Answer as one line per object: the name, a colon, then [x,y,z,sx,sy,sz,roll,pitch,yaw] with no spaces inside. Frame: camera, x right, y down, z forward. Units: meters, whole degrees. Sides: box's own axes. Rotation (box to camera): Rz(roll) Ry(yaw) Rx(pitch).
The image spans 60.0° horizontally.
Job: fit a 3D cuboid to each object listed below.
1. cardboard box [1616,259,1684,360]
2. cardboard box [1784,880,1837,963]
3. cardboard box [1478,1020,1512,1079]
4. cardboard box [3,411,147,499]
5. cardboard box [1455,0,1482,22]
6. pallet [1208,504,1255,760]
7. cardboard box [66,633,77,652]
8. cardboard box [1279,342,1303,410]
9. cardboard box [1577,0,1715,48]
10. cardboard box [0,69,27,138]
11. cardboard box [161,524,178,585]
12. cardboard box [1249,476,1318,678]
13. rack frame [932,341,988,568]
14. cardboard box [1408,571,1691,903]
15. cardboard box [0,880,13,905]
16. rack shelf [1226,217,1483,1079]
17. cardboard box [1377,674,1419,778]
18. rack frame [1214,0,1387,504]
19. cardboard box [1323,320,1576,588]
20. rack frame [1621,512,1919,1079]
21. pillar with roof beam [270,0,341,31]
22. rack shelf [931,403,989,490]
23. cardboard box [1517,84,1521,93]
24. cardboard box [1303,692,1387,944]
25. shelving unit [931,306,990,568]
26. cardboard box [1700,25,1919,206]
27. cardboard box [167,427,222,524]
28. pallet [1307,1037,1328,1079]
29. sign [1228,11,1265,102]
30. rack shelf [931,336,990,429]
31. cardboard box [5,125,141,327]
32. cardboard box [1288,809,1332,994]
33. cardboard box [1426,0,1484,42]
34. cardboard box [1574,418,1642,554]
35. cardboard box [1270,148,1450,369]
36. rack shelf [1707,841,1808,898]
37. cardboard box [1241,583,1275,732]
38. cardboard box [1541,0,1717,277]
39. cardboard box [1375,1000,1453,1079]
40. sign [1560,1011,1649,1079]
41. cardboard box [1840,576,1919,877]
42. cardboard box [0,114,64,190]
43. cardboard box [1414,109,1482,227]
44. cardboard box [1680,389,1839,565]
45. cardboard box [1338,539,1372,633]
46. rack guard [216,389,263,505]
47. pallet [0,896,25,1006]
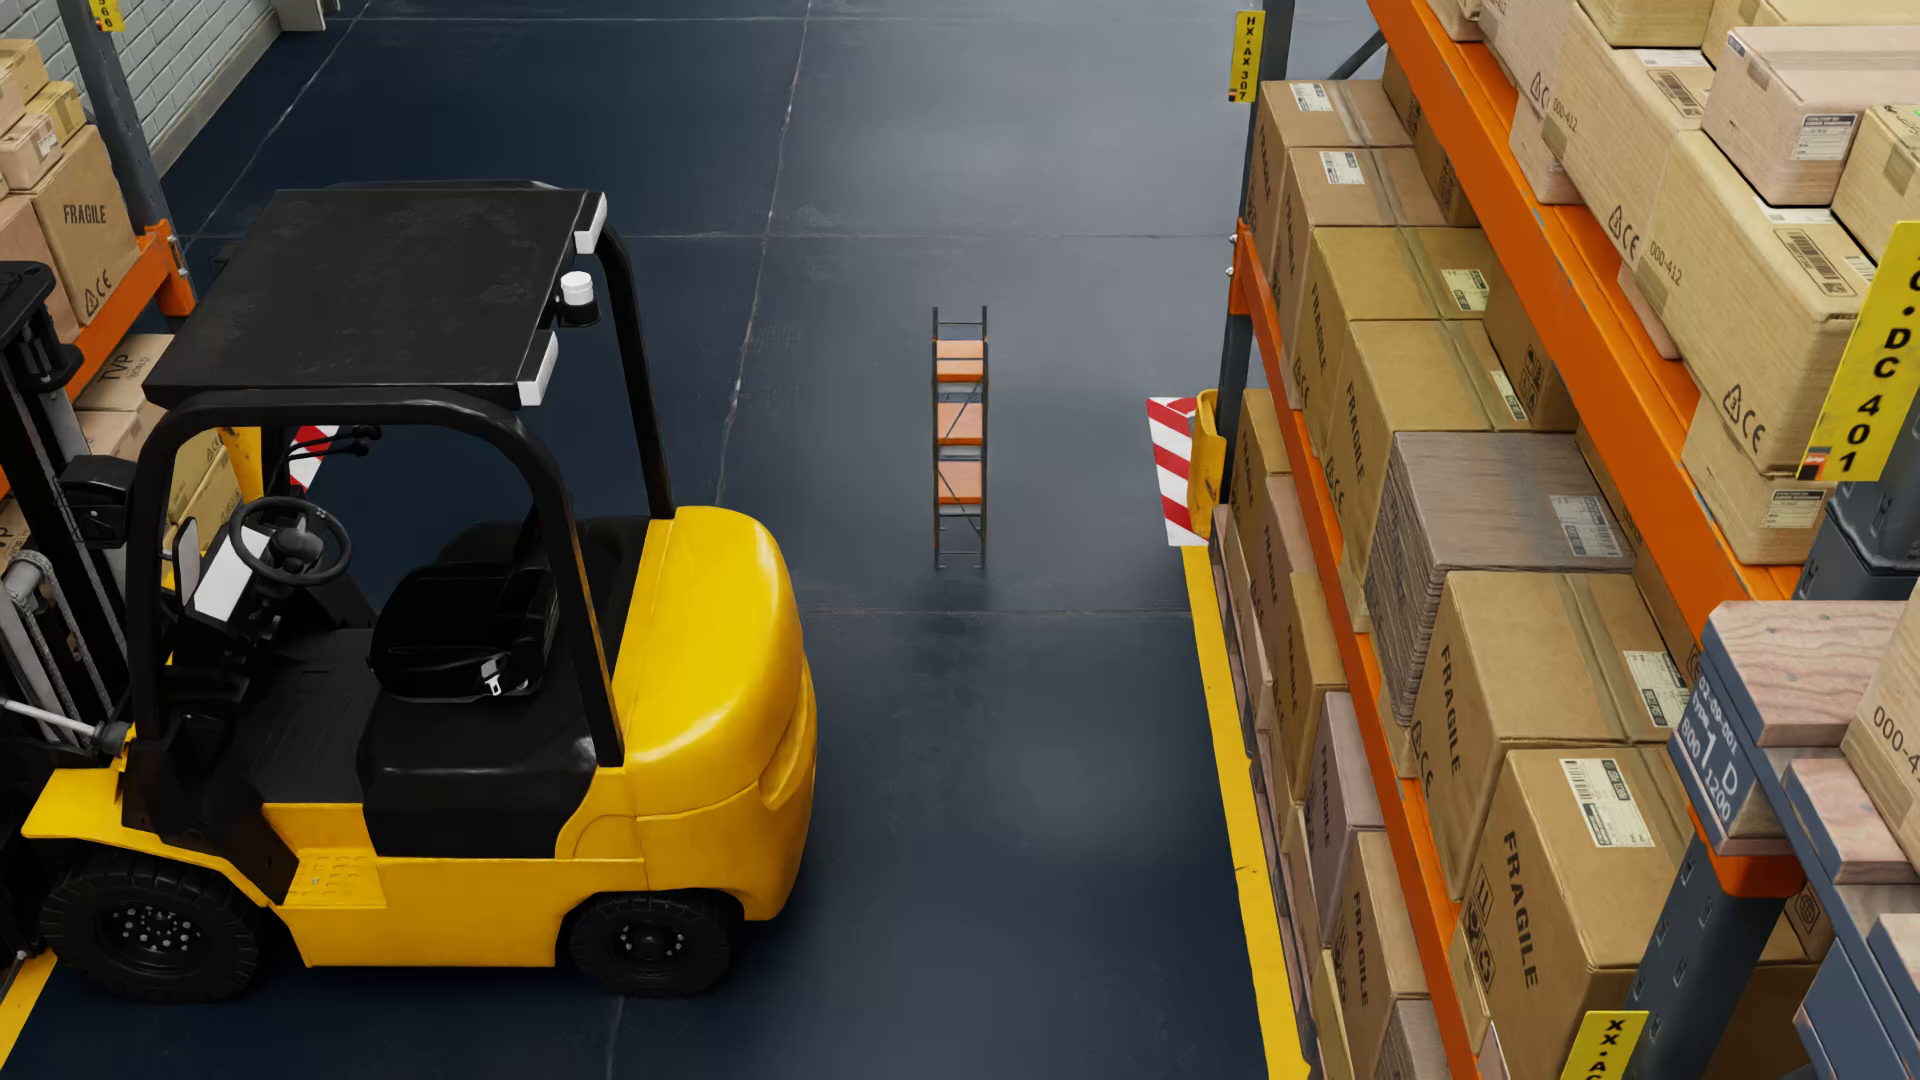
cardboard box: [1.297,-0.416,2.672,0.380,0.149,0.250,0,39,0]
cardboard box: [1.756,0.351,2.795,0.700,0.500,0.500,0,39,-1]
cardboard box: [1.234,1.069,3.218,0.380,0.149,0.250,0,39,-1]
cardboard box: [-3.110,-0.198,5.661,0.500,0.250,0.500,1,39,1]
cardboard box: [1.266,-1.284,3.438,0.500,0.250,0.500,1,39,1]
pallet: [1.500,0.314,6.189,1.003,0.211,1.213,0,39,0]
cardboard box: [-3.104,0.331,5.401,0.500,0.250,0.500,-1,39,-1]
cardboard box: [1.216,-0.536,5.221,0.380,0.149,0.250,1,39,1]
cardboard box: [1.201,-0.897,2.635,0.380,0.149,0.250,1,39,1]
cardboard box: [-3.186,-1.354,5.204,0.380,0.149,0.250,0,39,0]
cardboard box: [-3.121,0.190,5.977,0.500,0.250,0.500,0,39,0]
cardboard box: [1.265,0.134,5.448,0.500,0.500,0.500,-1,39,-2]
rack frame: [0.000,-0.300,6.285,0.200,1.050,0.008,0,39,0]
cardboard box: [1.283,0.417,3.513,0.500,0.500,0.500,1,39,1]
cardboard box: [-3.126,1.145,4.785,0.500,0.250,0.500,1,39,1]
rack shelf: [1.537,0.202,4.675,1.077,0.370,4.000,0,39,0]
cardboard box: [1.230,0.434,4.011,0.380,0.149,0.250,-1,39,-1]
rack frame: [1.535,-1.329,6.010,1.000,3.000,0.127,0,39,0]
cardboard box: [1.272,-0.228,4.317,0.500,0.500,0.500,-1,39,-1]
rack frame: [1.539,1.172,2.889,1.000,3.000,0.127,0,39,0]
pillar with roof beam: [-0.031,-6.984,8.269,9.100,9.000,0.400,0,39,0]
rack shelf: [0.000,-0.368,6.387,0.215,0.259,0.240,0,39,0]
cardboard box: [1.331,-0.903,3.281,0.380,0.149,0.250,1,39,1]
cardboard box: [1.266,0.782,4.639,0.500,0.500,0.500,2,39,2]
shelving unit: [0.000,-0.376,6.380,0.215,1.050,0.252,0,39,0]
cardboard box: [1.244,-0.572,2.230,0.380,0.149,0.250,-1,39,-1]
cardboard box: [-3.116,-0.305,6.196,0.500,0.250,0.500,0,39,-1]
pallet: [1.503,1.840,4.285,1.003,0.211,1.213,0,39,0]
sign: [0.992,-1.667,5.739,0.100,0.325,0.005,0,39,0]
rack shelf: [0.000,-0.589,6.209,0.215,0.259,0.240,0,39,0]
cardboard box: [-3.166,-1.055,5.588,0.500,0.500,0.500,-1,39,-1]
cardboard box: [1.263,1.061,4.891,0.500,0.250,0.500,1,39,1]
cardboard box: [1.257,-1.221,3.678,0.380,0.149,0.250,-1,39,-1]
cardboard box: [1.803,-0.282,3.586,0.700,0.500,0.500,-1,39,-1]
cardboard box: [1.262,-0.864,5.112,0.500,0.500,0.500,1,39,1]
rack shelf: [1.542,1.533,0.615,1.077,0.370,4.000,0,39,0]
cardboard box: [1.252,0.404,5.711,0.500,0.250,0.500,1,39,2]
cardboard box: [1.268,-0.648,2.643,0.500,0.250,0.500,-1,39,-1]
cardboard box: [1.270,1.419,3.844,0.500,0.500,0.500,-1,39,-1]
sign: [0.997,0.839,2.612,0.100,0.325,0.005,0,39,0]
cardboard box: [1.139,0.262,1.410,0.500,0.250,0.500,-1,39,-1]
cardboard box: [-3.118,-1.239,5.299,0.380,0.149,0.250,1,39,1]
cardboard box: [1.747,-1.239,4.780,0.700,0.500,0.500,0,39,0]
cardboard box: [1.233,-0.098,2.276,0.380,0.149,0.250,0,39,0]
cardboard box: [1.223,0.113,4.411,0.380,0.149,0.250,0,39,0]
rack guard: [-3.429,-0.363,6.803,1.175,0.500,0.348,0,39,0]
pallet: [-3.388,1.004,5.328,1.003,0.211,1.213,0,39,0]
